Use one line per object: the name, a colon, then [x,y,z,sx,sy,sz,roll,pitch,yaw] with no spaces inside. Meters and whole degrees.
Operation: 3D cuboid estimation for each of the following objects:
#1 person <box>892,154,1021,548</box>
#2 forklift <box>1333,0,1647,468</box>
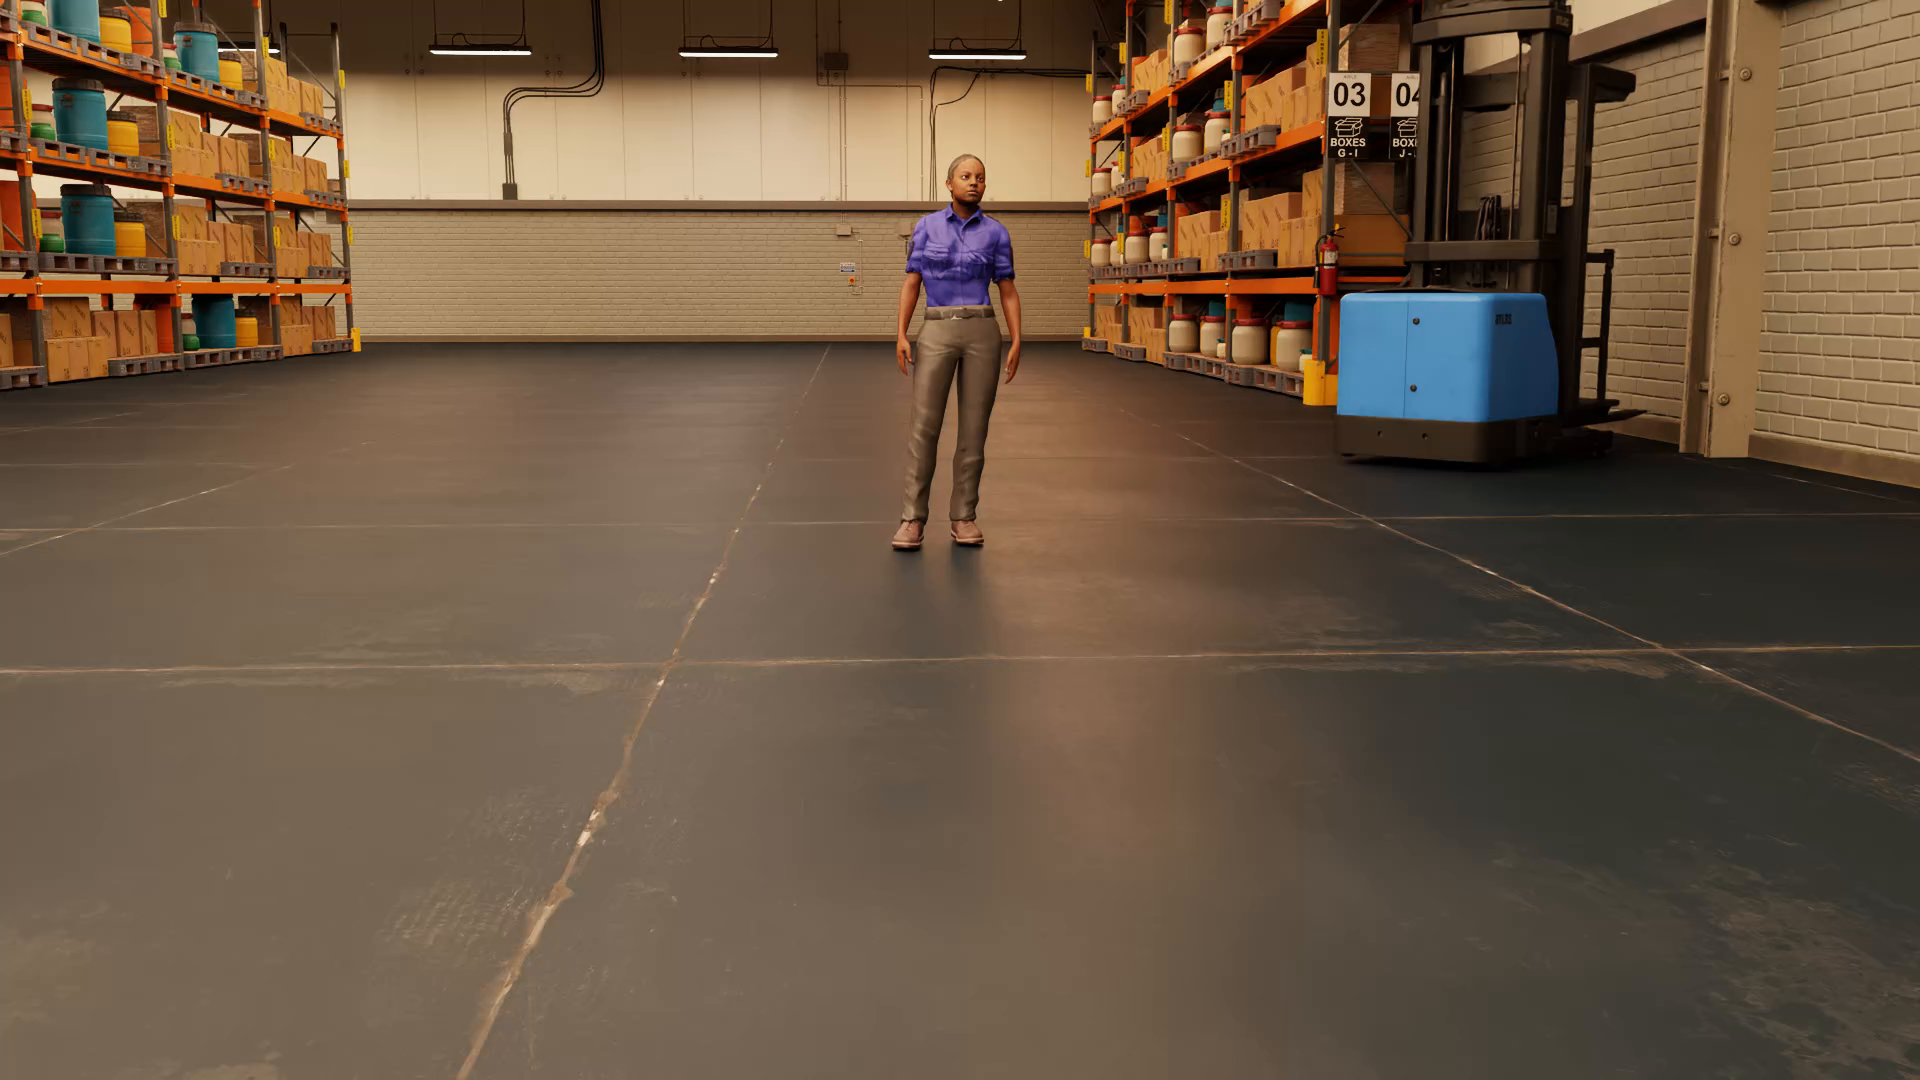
person: [-0.015,-0.813,7.099,0.569,1.656,0.503,-1,8,-4]
forklift: [3.754,-2.048,11.126,1.130,2.935,3.031,8,12,43]
